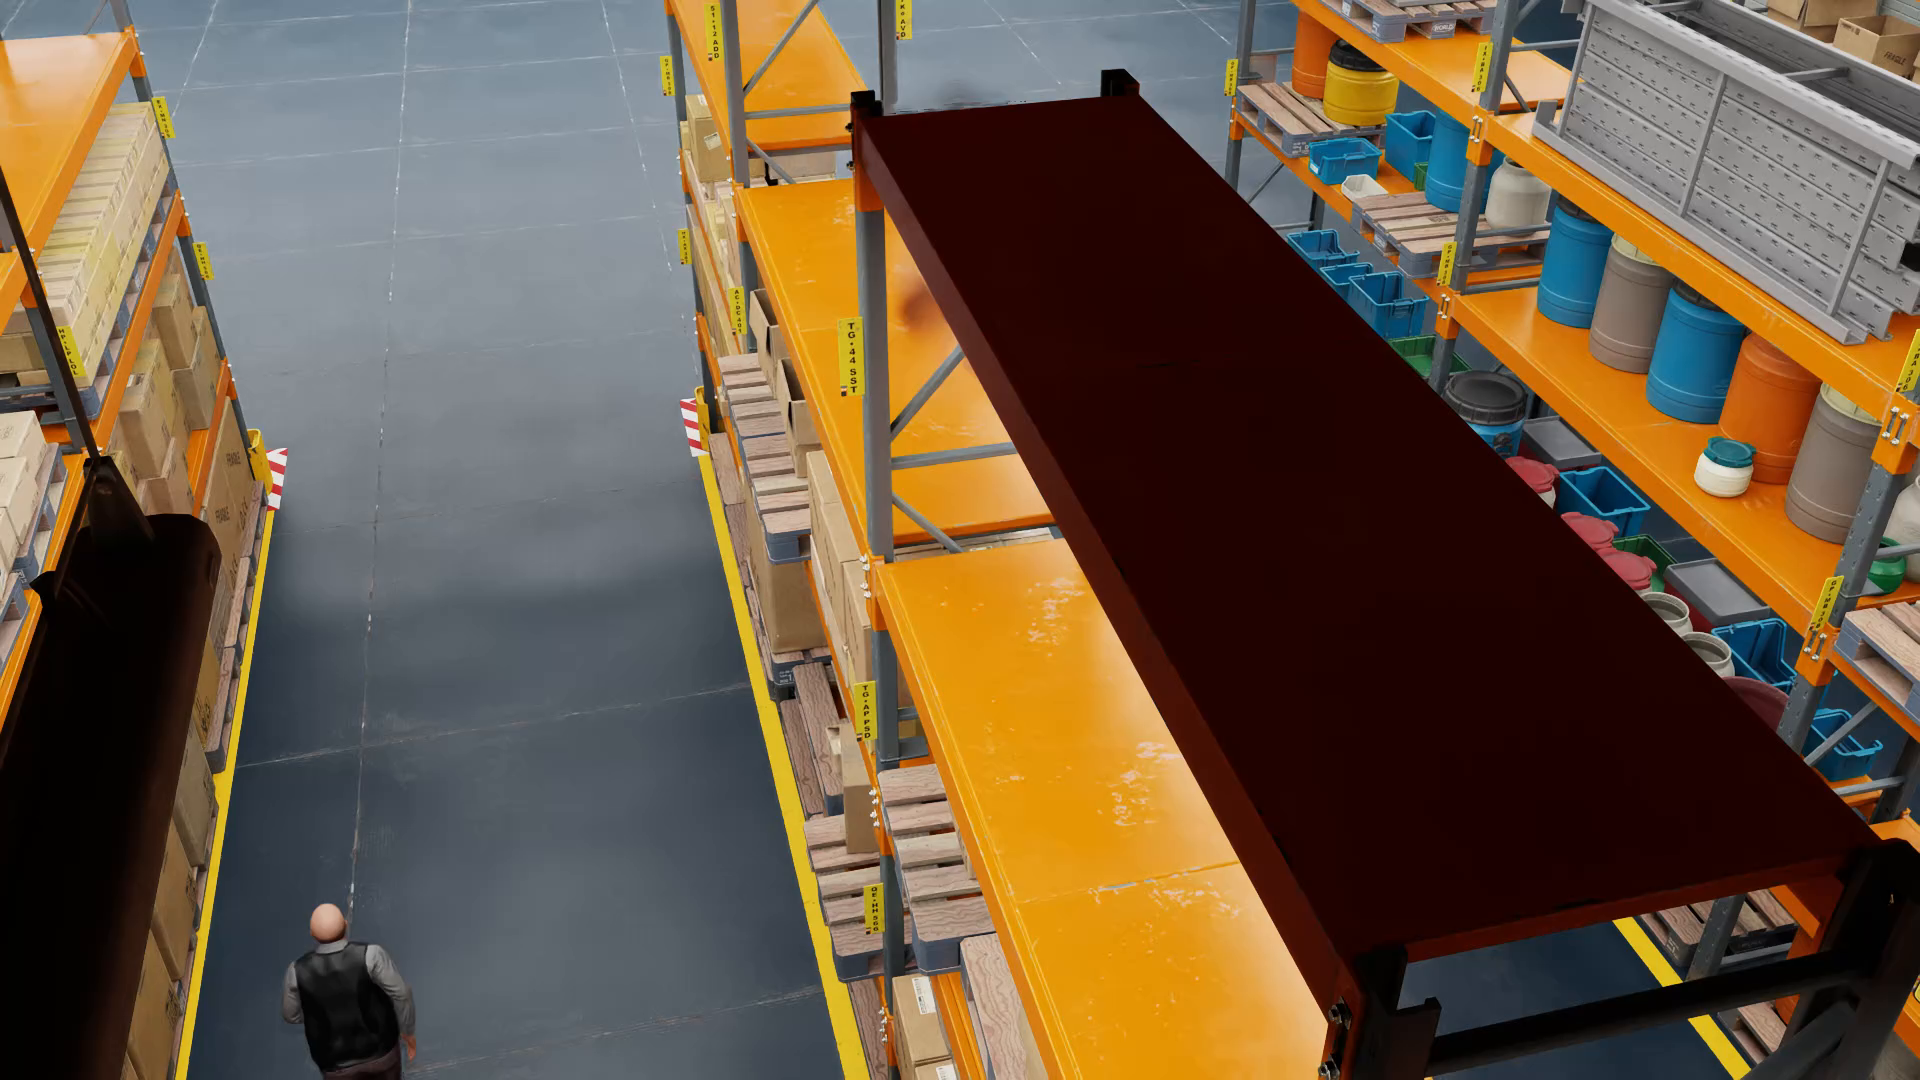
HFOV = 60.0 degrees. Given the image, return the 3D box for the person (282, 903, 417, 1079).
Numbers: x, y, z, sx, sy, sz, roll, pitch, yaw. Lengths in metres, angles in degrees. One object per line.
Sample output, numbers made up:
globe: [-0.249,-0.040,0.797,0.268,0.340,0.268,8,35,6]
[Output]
person: [-3.163,2.666,8.775,0.649,1.655,0.738,-13,37,-18]
